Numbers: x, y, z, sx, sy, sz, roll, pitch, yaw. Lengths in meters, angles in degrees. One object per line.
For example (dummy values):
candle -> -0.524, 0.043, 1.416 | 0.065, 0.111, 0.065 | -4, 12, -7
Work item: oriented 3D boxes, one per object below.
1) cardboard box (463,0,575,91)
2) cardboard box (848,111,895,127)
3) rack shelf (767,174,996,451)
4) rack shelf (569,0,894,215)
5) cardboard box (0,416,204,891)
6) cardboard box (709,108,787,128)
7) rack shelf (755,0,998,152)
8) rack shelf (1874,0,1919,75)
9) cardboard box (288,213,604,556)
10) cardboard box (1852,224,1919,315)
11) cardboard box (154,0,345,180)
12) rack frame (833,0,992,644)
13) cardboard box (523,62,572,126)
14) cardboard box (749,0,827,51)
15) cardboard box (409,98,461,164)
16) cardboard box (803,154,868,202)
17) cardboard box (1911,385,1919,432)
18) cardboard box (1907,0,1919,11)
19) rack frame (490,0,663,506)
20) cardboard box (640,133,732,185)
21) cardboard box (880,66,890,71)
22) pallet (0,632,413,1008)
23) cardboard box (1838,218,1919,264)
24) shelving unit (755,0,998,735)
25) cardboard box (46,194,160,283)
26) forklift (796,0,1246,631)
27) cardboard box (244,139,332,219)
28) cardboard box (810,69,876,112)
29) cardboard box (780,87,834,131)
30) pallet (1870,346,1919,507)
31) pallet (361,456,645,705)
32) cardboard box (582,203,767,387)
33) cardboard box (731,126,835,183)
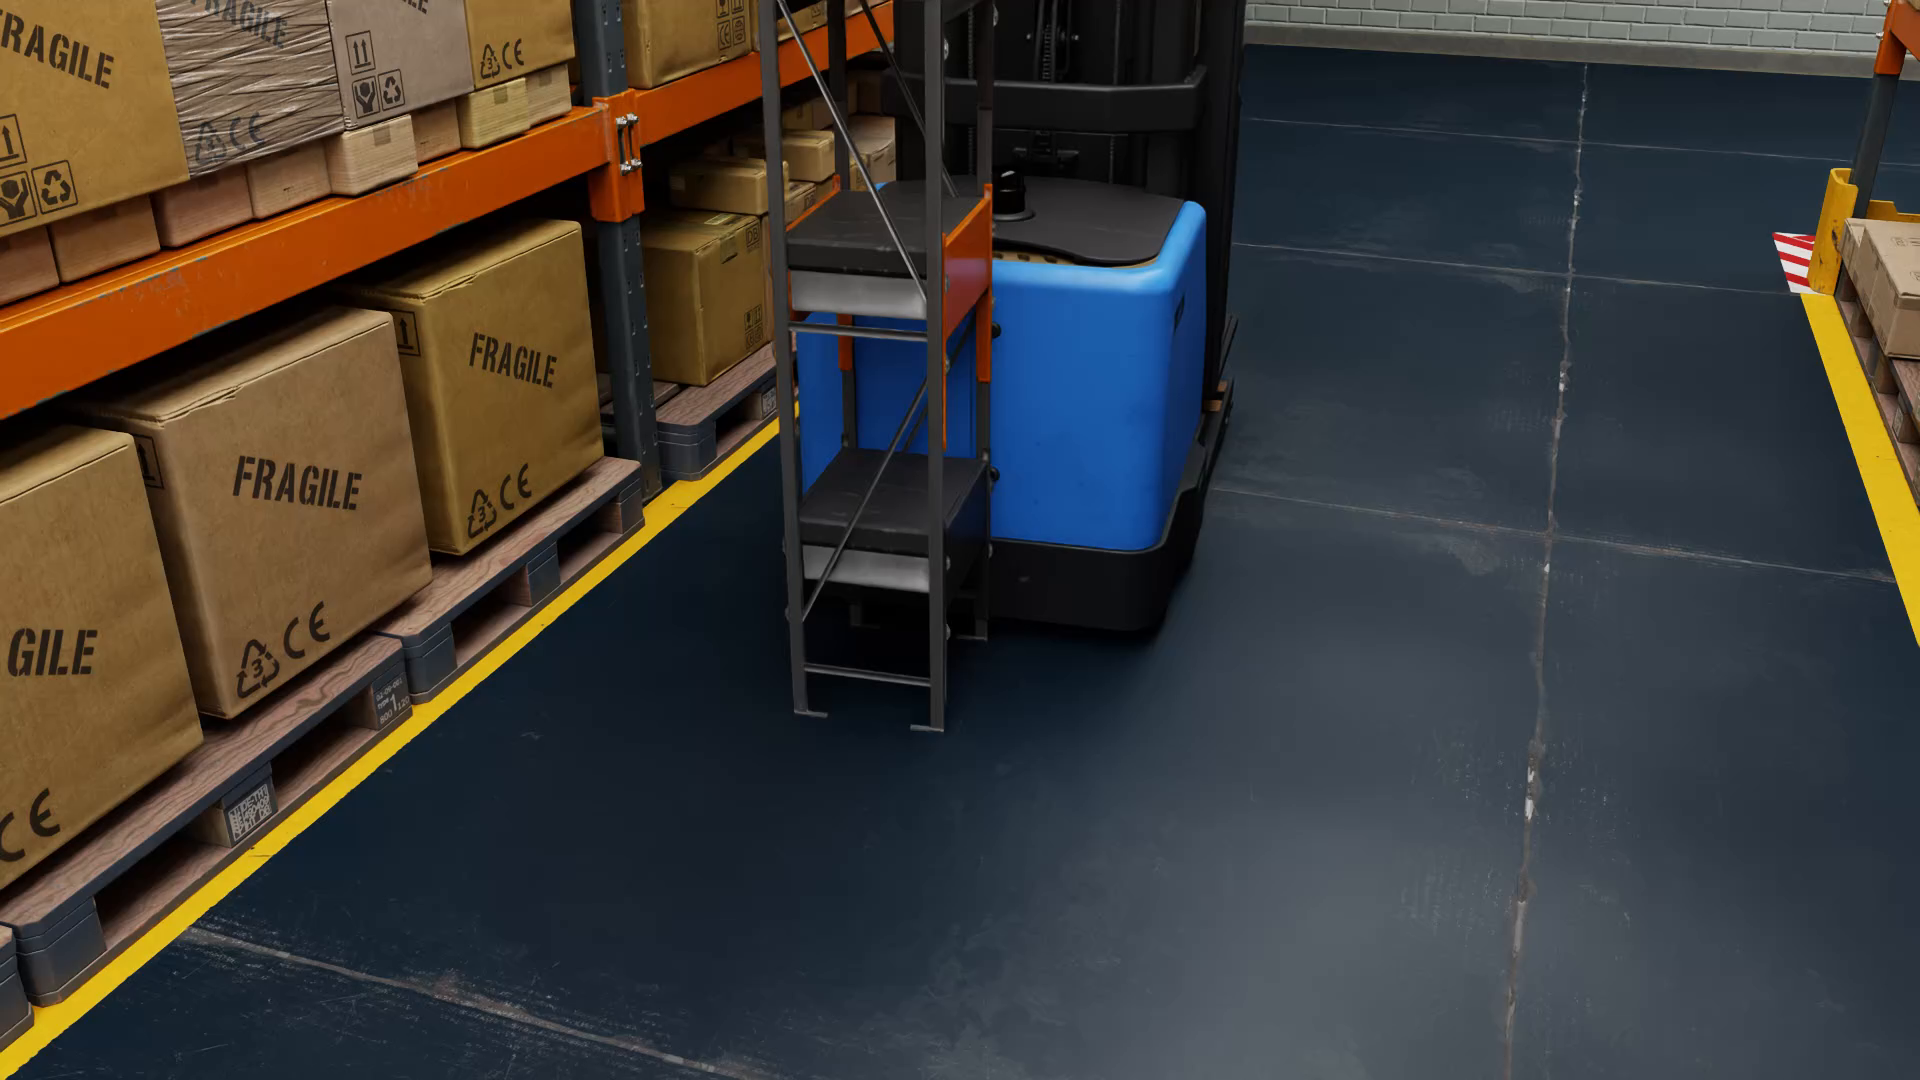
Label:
cardboard box -> -1.405, -1.523, 4.474 | 0.500, 0.500, 0.500 | 8, 27, 17
cardboard box -> -0.463, -1.761, 7.832 | 0.700, 0.500, 0.500 | 9, 27, 17
rack shelf -> -0.176, -0.564, 4.036 | 0.431, 0.518, 0.480 | 6, 27, 12
rack shelf -> -0.824, -2.059, 6.887 | 1.077, 0.370, 4.000 | 9, 27, 17
cardboard box -> -2.155, 0.219, 3.341 | 0.750, 0.750, 0.750 | 9, 27, 17
cardboard box -> -0.949, -1.714, 6.990 | 0.380, 0.149, 0.250 | 8, 27, 17
rack shelf -> -0.176, -1.194, 3.731 | 0.431, 0.518, 0.480 | 6, 27, 12
rack shelf -> 3.849, -1.343, 5.406 | 1.077, 0.370, 4.000 | 9, 27, 17
cardboard box -> -1.583, -0.497, 4.819 | 0.750, 0.750, 0.750 | 9, 27, 18
cardboard box -> 3.899, -1.061, 6.649 | 0.500, 0.250, 0.500 | 9, 27, 17
cardboard box -> -1.741, -1.107, 3.614 | 0.500, 0.500, 0.500 | 9, 27, 18
rack frame -> -0.117, -0.679, 4.243 | 0.400, 2.100, 0.015 | 6, 27, 12
cardboard box -> -1.335, -1.277, 4.711 | 0.380, 0.149, 0.250 | 9, 27, 18
cardboard box -> -1.046, -2.216, 6.041 | 0.980, 0.700, 0.700 | 8, 27, 16
cardboard box -> -1.525, -1.070, 4.284 | 0.380, 0.149, 0.250 | 10, 27, 19
cardboard box -> -0.801, -1.334, 6.950 | 0.700, 0.500, 0.500 | 9, 27, 19
cardboard box -> 3.355, -0.416, 5.247 | 0.500, 0.311, 0.500 | 9, 27, 17
cardboard box -> 4.118, -2.389, 6.628 | 0.500, 0.500, 0.500 | 9, 27, 19
rack frame -> -1.490, -1.561, 5.032 | 1.000, 3.000, 0.127 | 9, 27, 17
cardboard box -> -1.119, -1.504, 6.556 | 0.380, 0.149, 0.250 | 8, 27, 16
cardboard box -> -0.168, -2.180, 7.952 | 0.380, 0.149, 0.250 | 8, 27, 17
pallet -> -2.080, 0.525, 3.924 | 1.003, 0.211, 1.213 | 9, 27, 17
cardboard box -> 4.051, -1.281, 7.220 | 0.380, 0.149, 0.250 | 9, 27, 17
shelving unit -> -0.176, -0.576, 4.030 | 0.431, 2.100, 0.503 | 6, 27, 12
cardboard box -> -1.898, -0.654, 3.424 | 0.380, 0.149, 0.250 | 10, 27, 19
forklift -> 0.389, -1.688, 5.374 | 1.130, 2.935, 3.031 | 6, 27, 12
cardboard box -> -1.702, -0.862, 3.854 | 0.380, 0.149, 0.250 | 9, 27, 17
cardboard box -> -0.612, -2.131, 7.851 | 0.380, 0.149, 0.250 | 9, 27, 18
cardboard box -> -0.780, -1.923, 7.423 | 0.380, 0.149, 0.250 | 9, 27, 18
pallet -> 3.817, -0.374, 5.781 | 1.003, 0.211, 1.213 | 9, 27, 17
pallet -> -1.675, 0.022, 4.963 | 1.003, 0.211, 1.213 | 9, 27, 17
cardboard box -> -1.144, -0.918, 6.090 | 0.700, 0.500, 0.500 | 9, 27, 18
cardboard box -> -0.684, -1.538, 6.627 | 0.380, 0.149, 0.250 | 8, 27, 16
